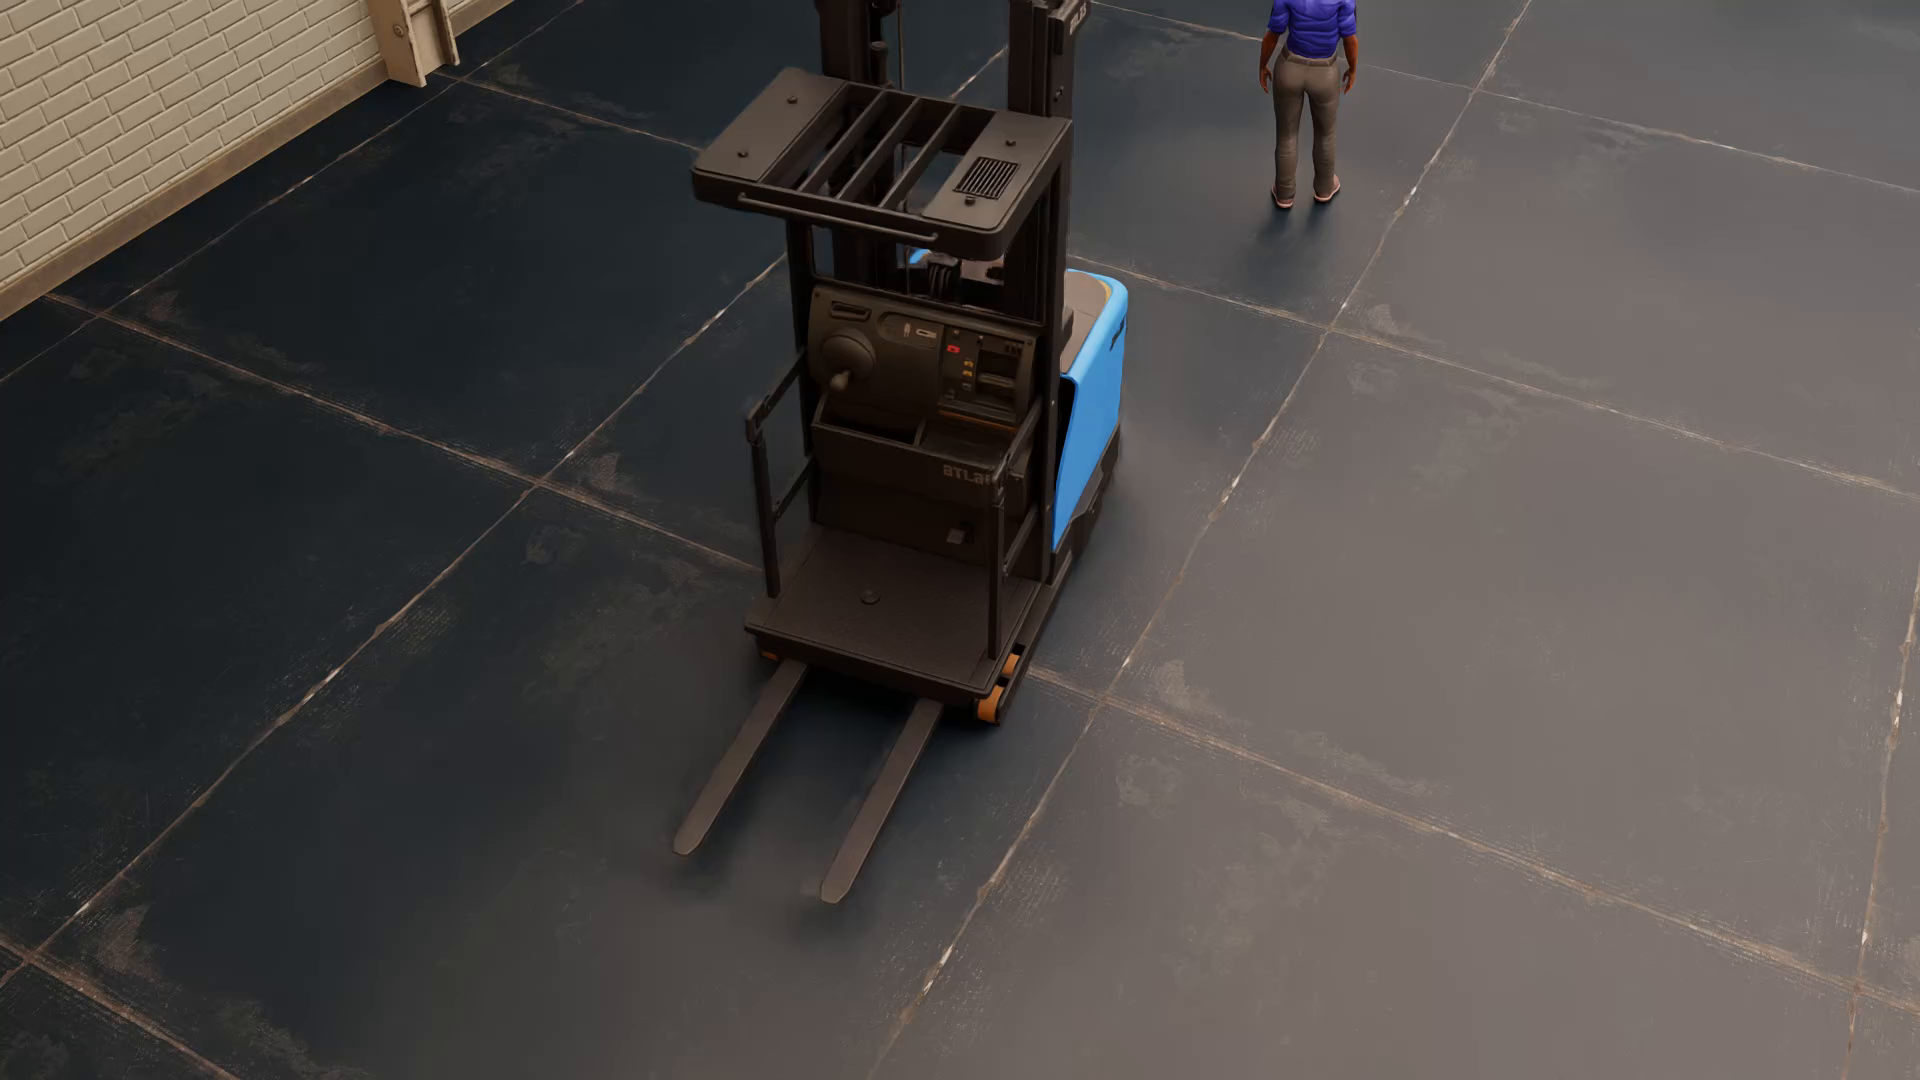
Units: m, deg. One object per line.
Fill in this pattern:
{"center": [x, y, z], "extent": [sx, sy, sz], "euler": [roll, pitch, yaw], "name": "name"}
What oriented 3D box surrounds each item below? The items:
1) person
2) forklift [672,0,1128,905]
{"center": [1.975, -2.653, 9.391], "extent": [0.569, 1.656, 0.503], "euler": [8, 44, 9], "name": "person"}
{"center": [-0.230, -0.627, 6.319], "extent": [1.130, 2.935, 3.031], "euler": [15, 45, 15], "name": "forklift"}
